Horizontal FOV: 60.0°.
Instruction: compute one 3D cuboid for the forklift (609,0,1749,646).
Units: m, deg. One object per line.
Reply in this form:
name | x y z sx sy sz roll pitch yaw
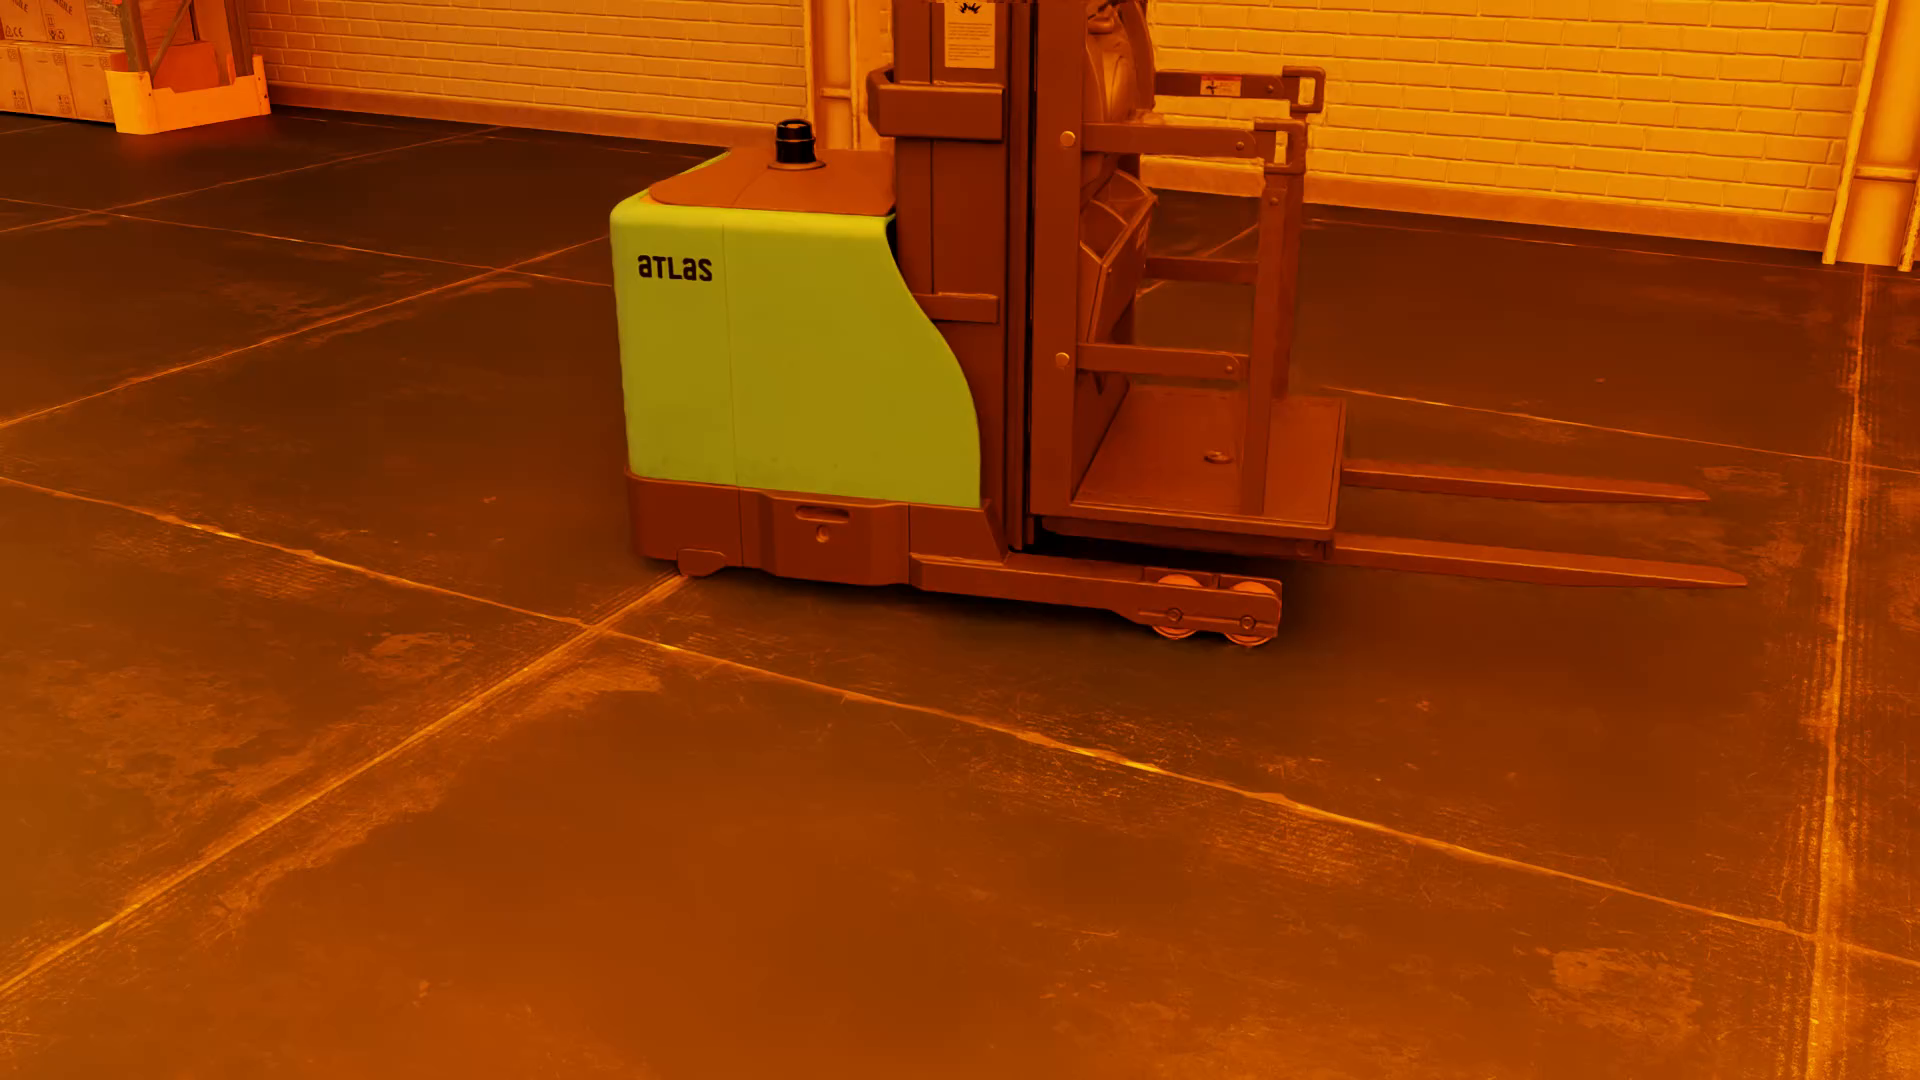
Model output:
forklift | 0.614 -1.298 4.371 3.031 2.935 1.130 5 24 13
